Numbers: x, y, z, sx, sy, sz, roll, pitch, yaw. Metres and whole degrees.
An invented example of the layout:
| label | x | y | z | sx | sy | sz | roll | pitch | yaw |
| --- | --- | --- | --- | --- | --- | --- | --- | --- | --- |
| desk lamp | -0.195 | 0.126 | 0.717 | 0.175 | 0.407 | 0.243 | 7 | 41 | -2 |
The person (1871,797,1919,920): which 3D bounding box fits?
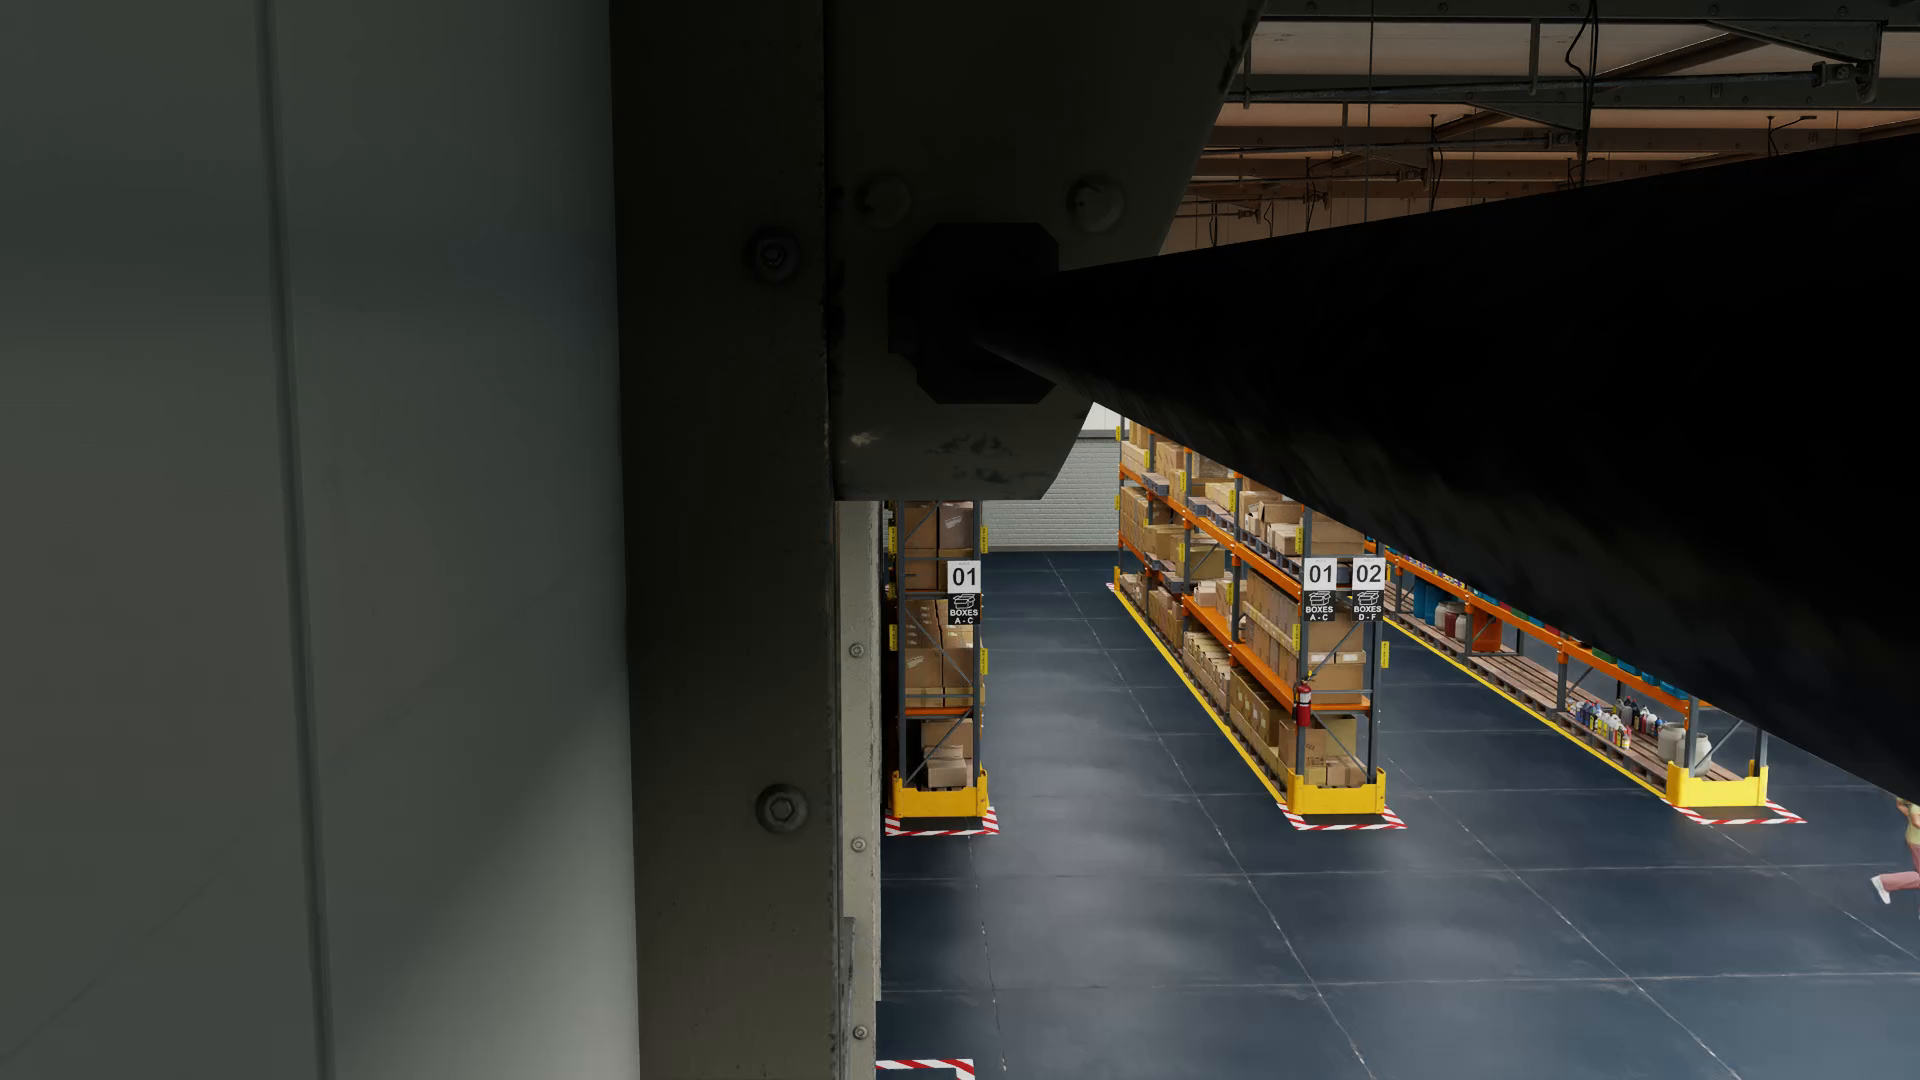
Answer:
| label | x | y | z | sx | sy | sz | roll | pitch | yaw |
| --- | --- | --- | --- | --- | --- | --- | --- | --- | --- |
| person | 9.796 | 3.089 | 17.031 | 0.763 | 1.637 | 0.579 | 3 | 9 | 19 |
